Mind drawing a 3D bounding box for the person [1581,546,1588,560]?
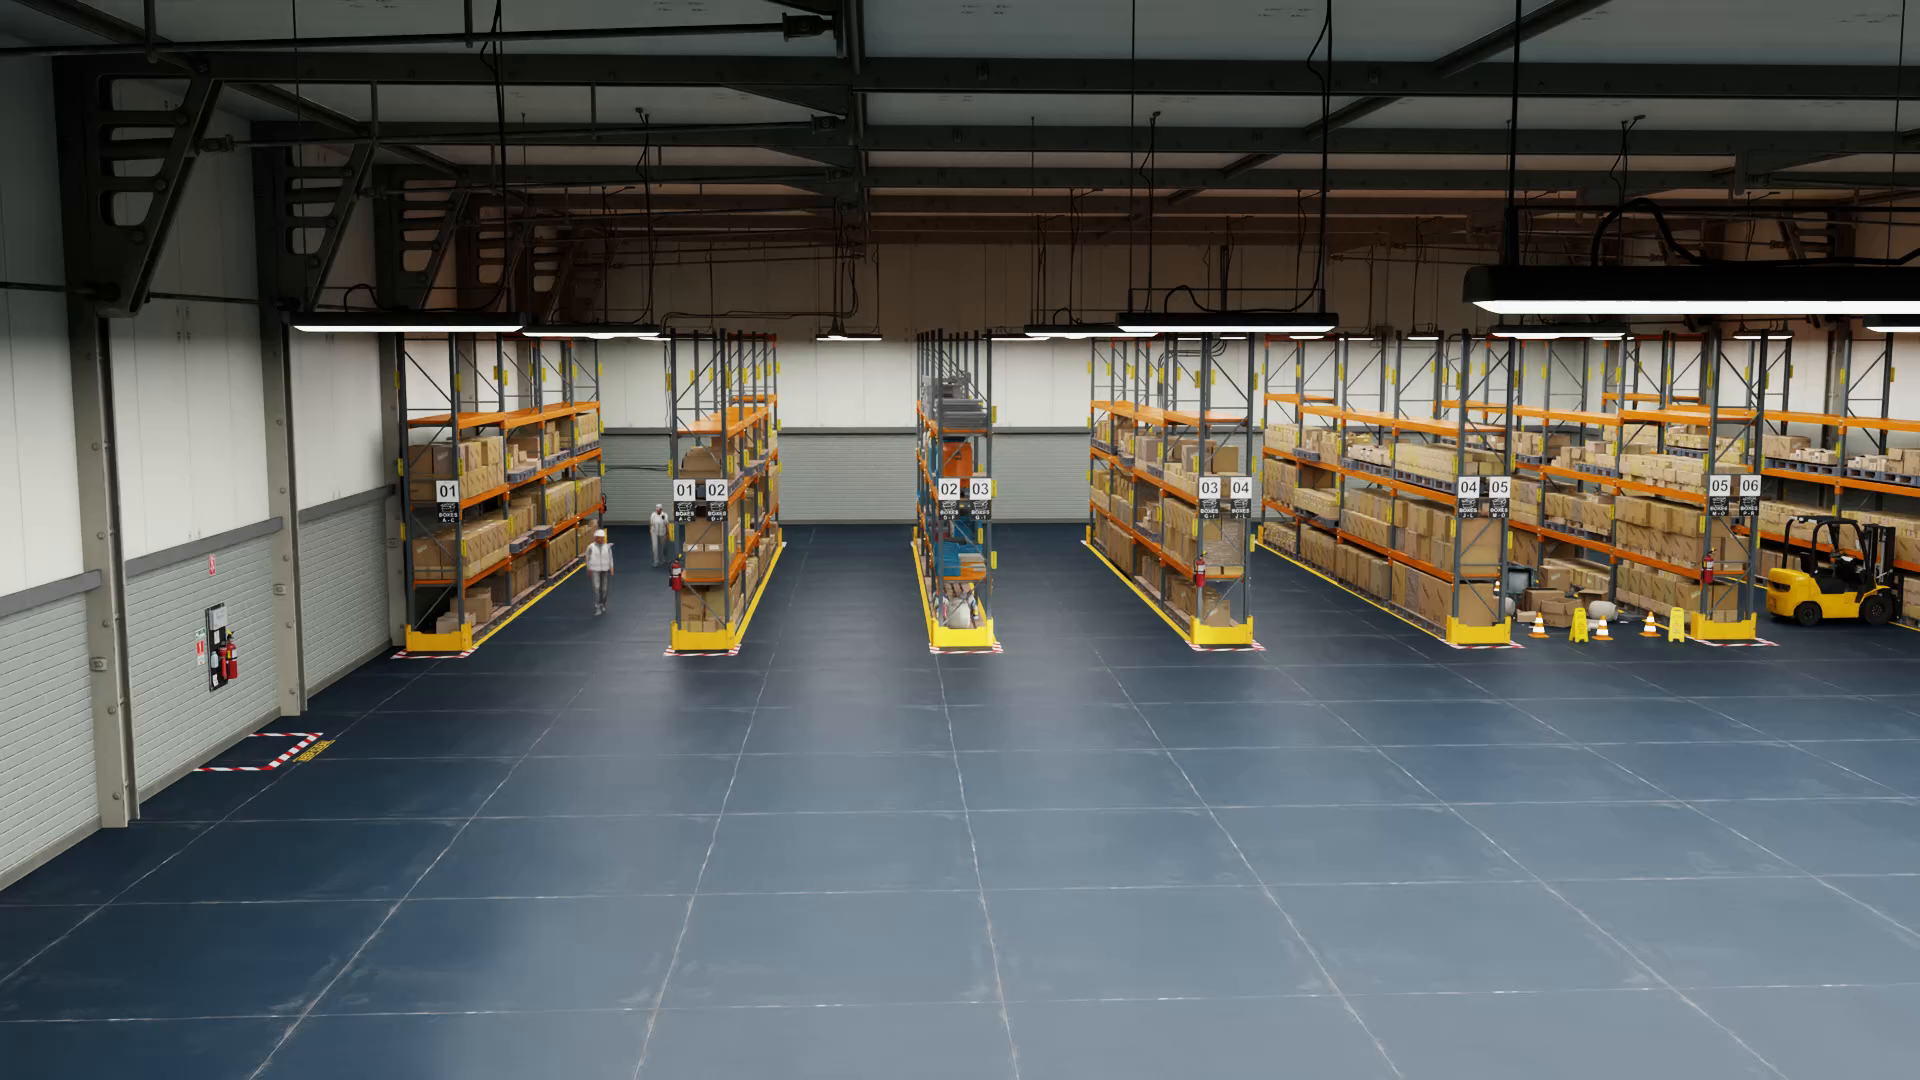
[{"bbox_3d":[15.966,-0.174,42.876,0.566,1.720,0.537,-1,7,-5],"label":"person"}]

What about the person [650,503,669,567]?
[{"bbox_3d":[-7.759,-0.154,42.977,0.478,1.611,0.838,-1,7,-5],"label":"person"}]

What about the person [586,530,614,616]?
[{"bbox_3d":[-7.628,0.688,35.438,0.559,1.774,0.718,-4,8,-28],"label":"person"}]
